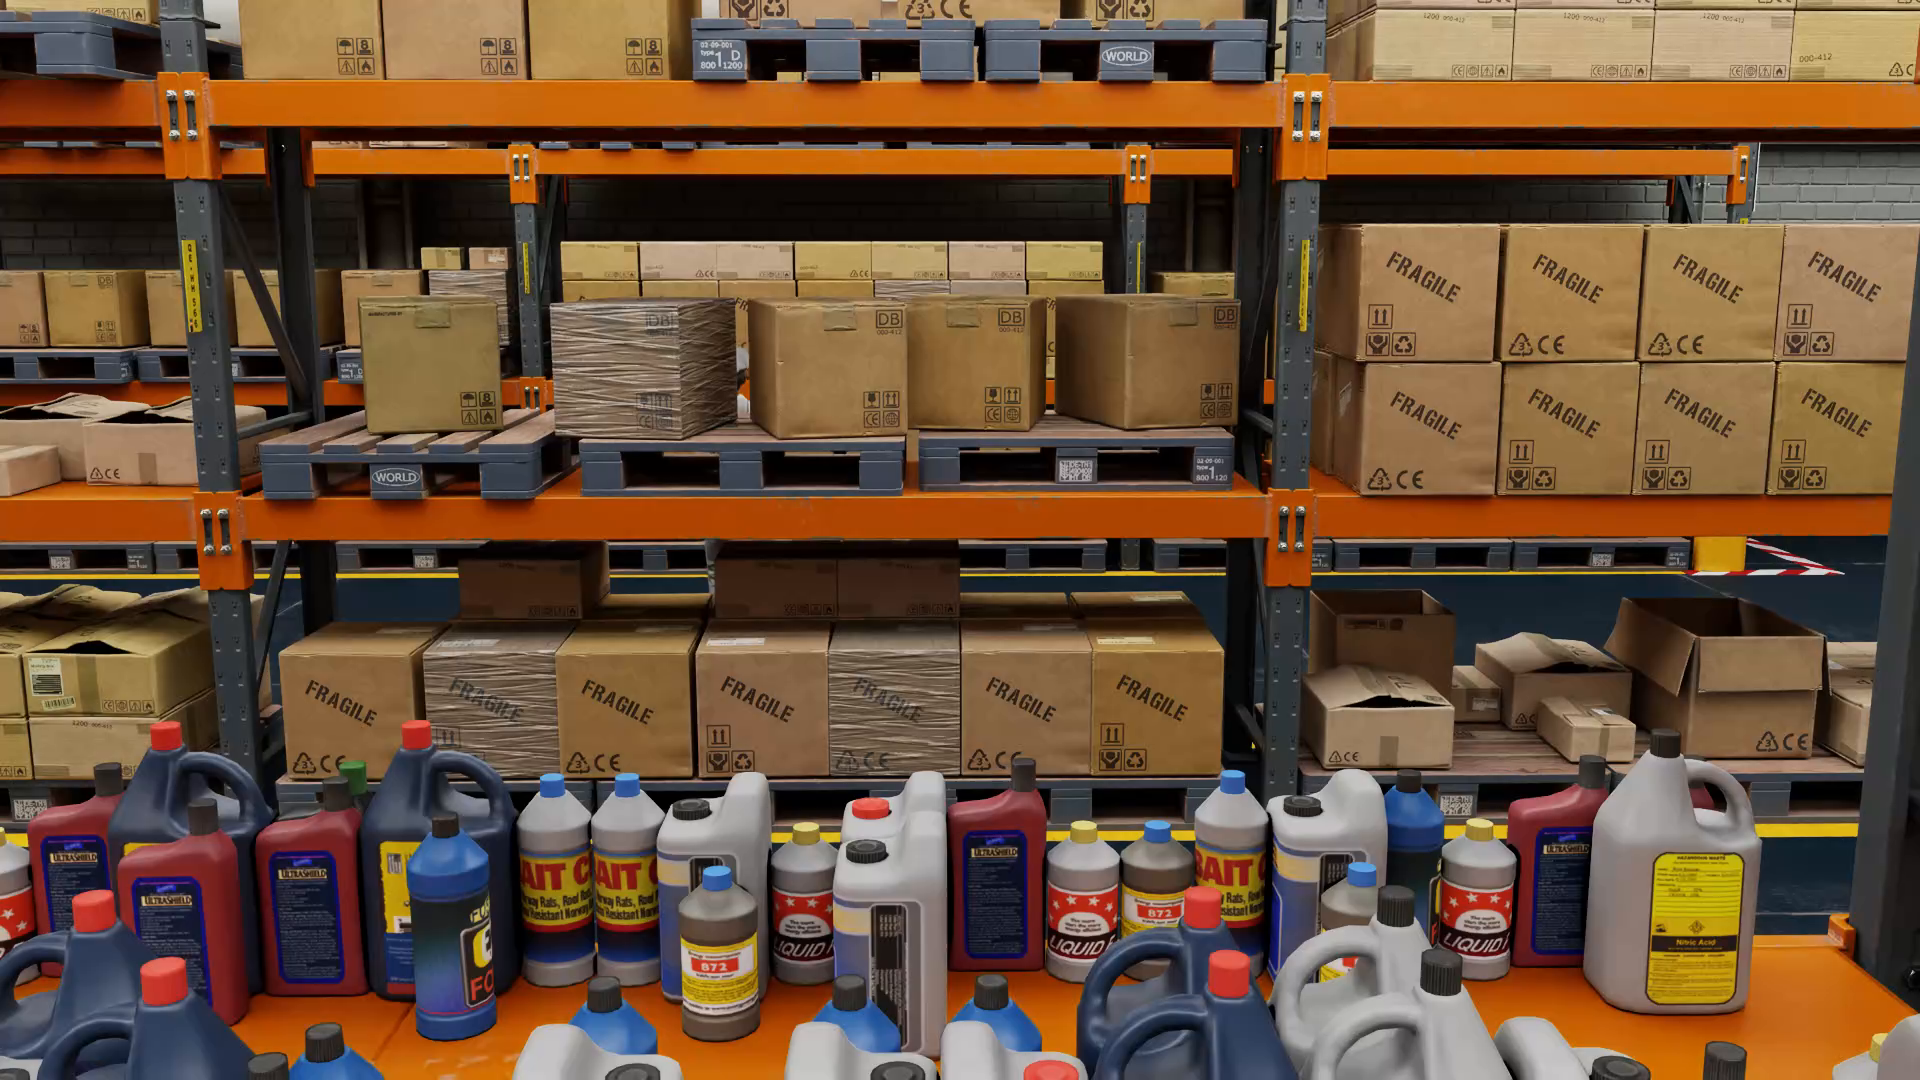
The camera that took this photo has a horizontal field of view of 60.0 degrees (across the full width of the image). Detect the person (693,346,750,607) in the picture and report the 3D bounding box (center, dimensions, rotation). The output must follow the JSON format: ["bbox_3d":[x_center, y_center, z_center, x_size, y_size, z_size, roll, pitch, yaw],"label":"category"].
[{"bbox_3d":[-1.202,-0.213,8.988,0.469,1.690,0.550,0,10,-1],"label":"person"}]
